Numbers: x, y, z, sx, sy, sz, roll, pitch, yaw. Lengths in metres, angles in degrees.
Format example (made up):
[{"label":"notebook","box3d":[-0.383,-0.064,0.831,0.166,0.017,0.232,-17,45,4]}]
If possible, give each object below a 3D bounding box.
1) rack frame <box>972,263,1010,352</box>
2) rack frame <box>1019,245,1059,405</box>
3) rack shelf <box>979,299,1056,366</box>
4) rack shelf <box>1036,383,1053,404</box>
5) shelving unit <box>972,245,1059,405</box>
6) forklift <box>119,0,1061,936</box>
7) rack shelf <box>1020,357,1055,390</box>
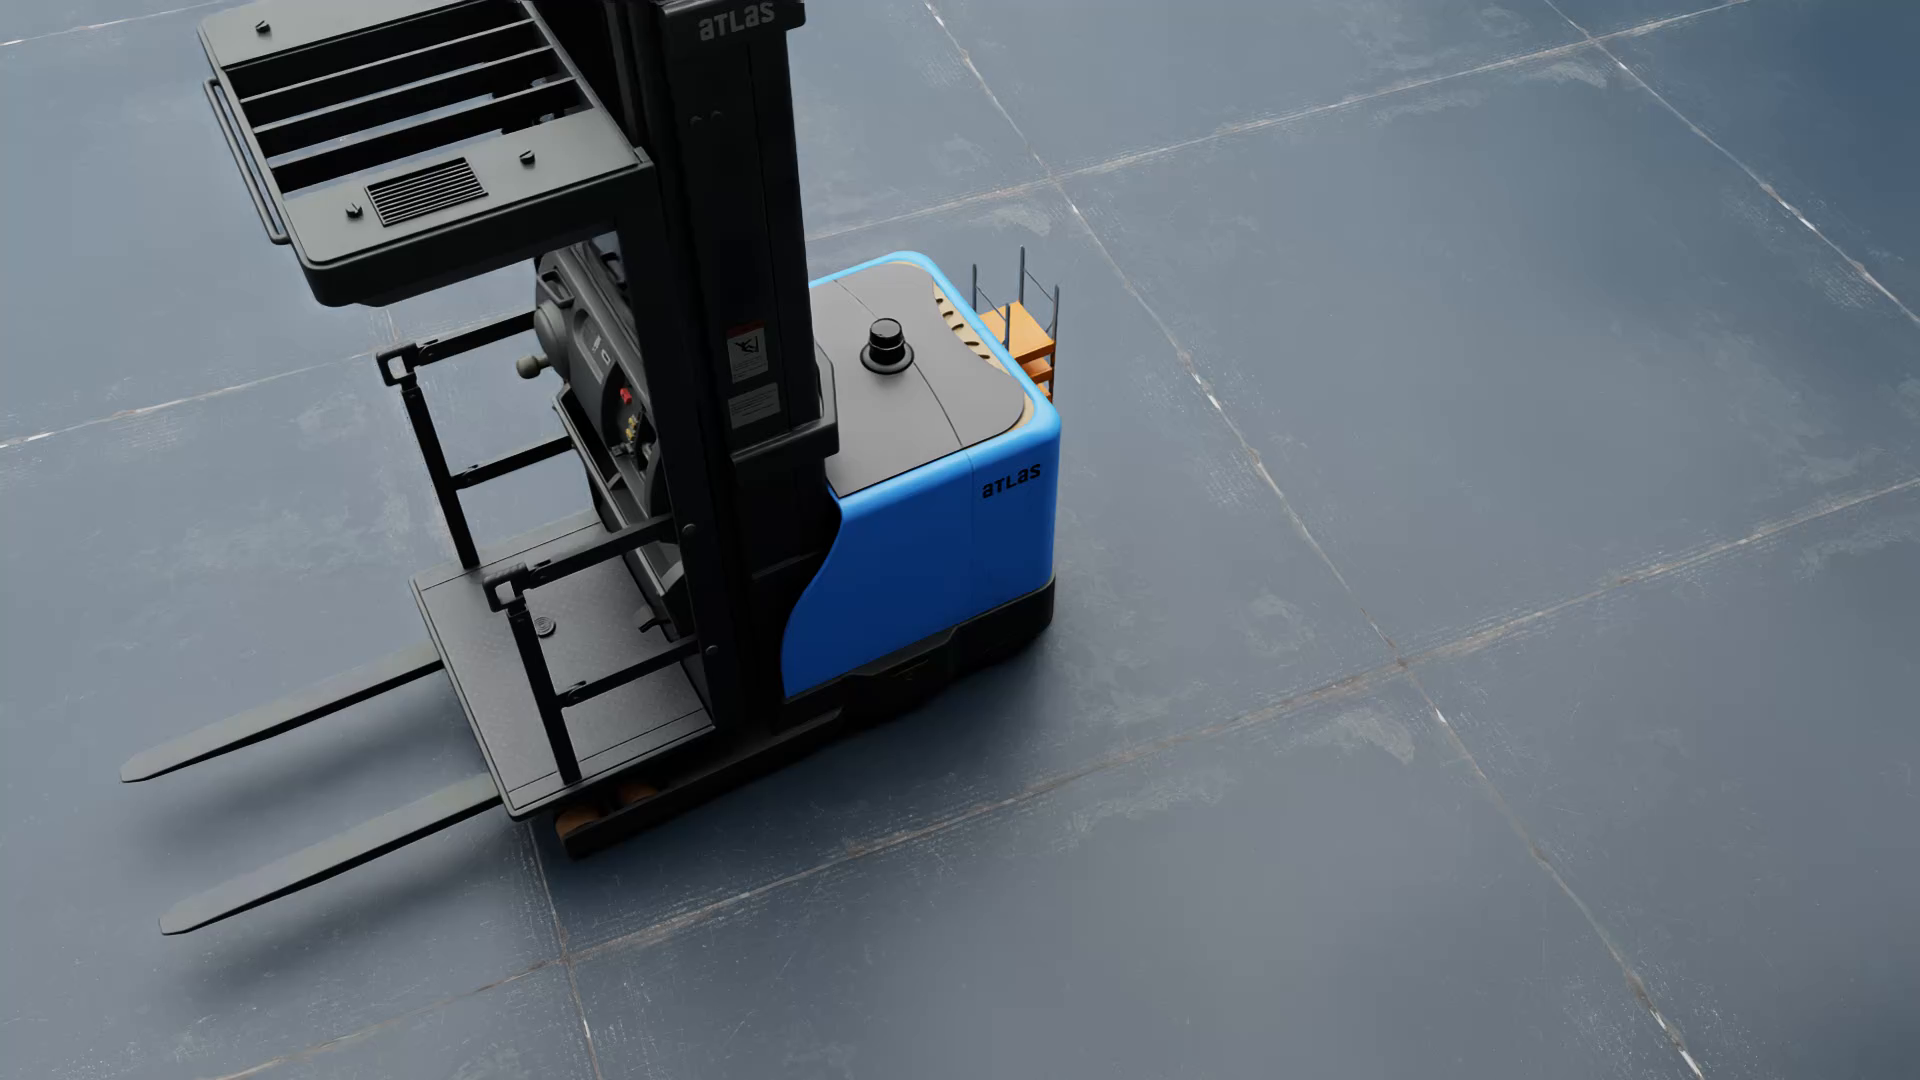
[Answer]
[{"label":"rack frame","box3d":[0.101,-0.437,5.835,0.006,1.200,0.240,-23,53,-18]},{"label":"rack frame","box3d":[0.261,-0.505,5.892,0.006,1.200,0.240,-23,53,-18]},{"label":"rack shelf","box3d":[0.181,-0.677,5.624,0.180,0.103,0.258,-23,53,-18]},{"label":"rack shelf","box3d":[0.181,-0.520,5.806,0.180,0.103,0.258,-23,53,-18]},{"label":"shelving unit","box3d":[0.181,-0.471,5.864,0.189,1.200,0.258,-23,53,-18]},{"label":"forklift","box3d":[-1.209,-0.410,4.670,3.031,2.935,1.130,-23,53,-18]},{"label":"rack shelf","box3d":[0.181,-0.598,5.715,0.180,0.103,0.258,-23,53,-18]}]
